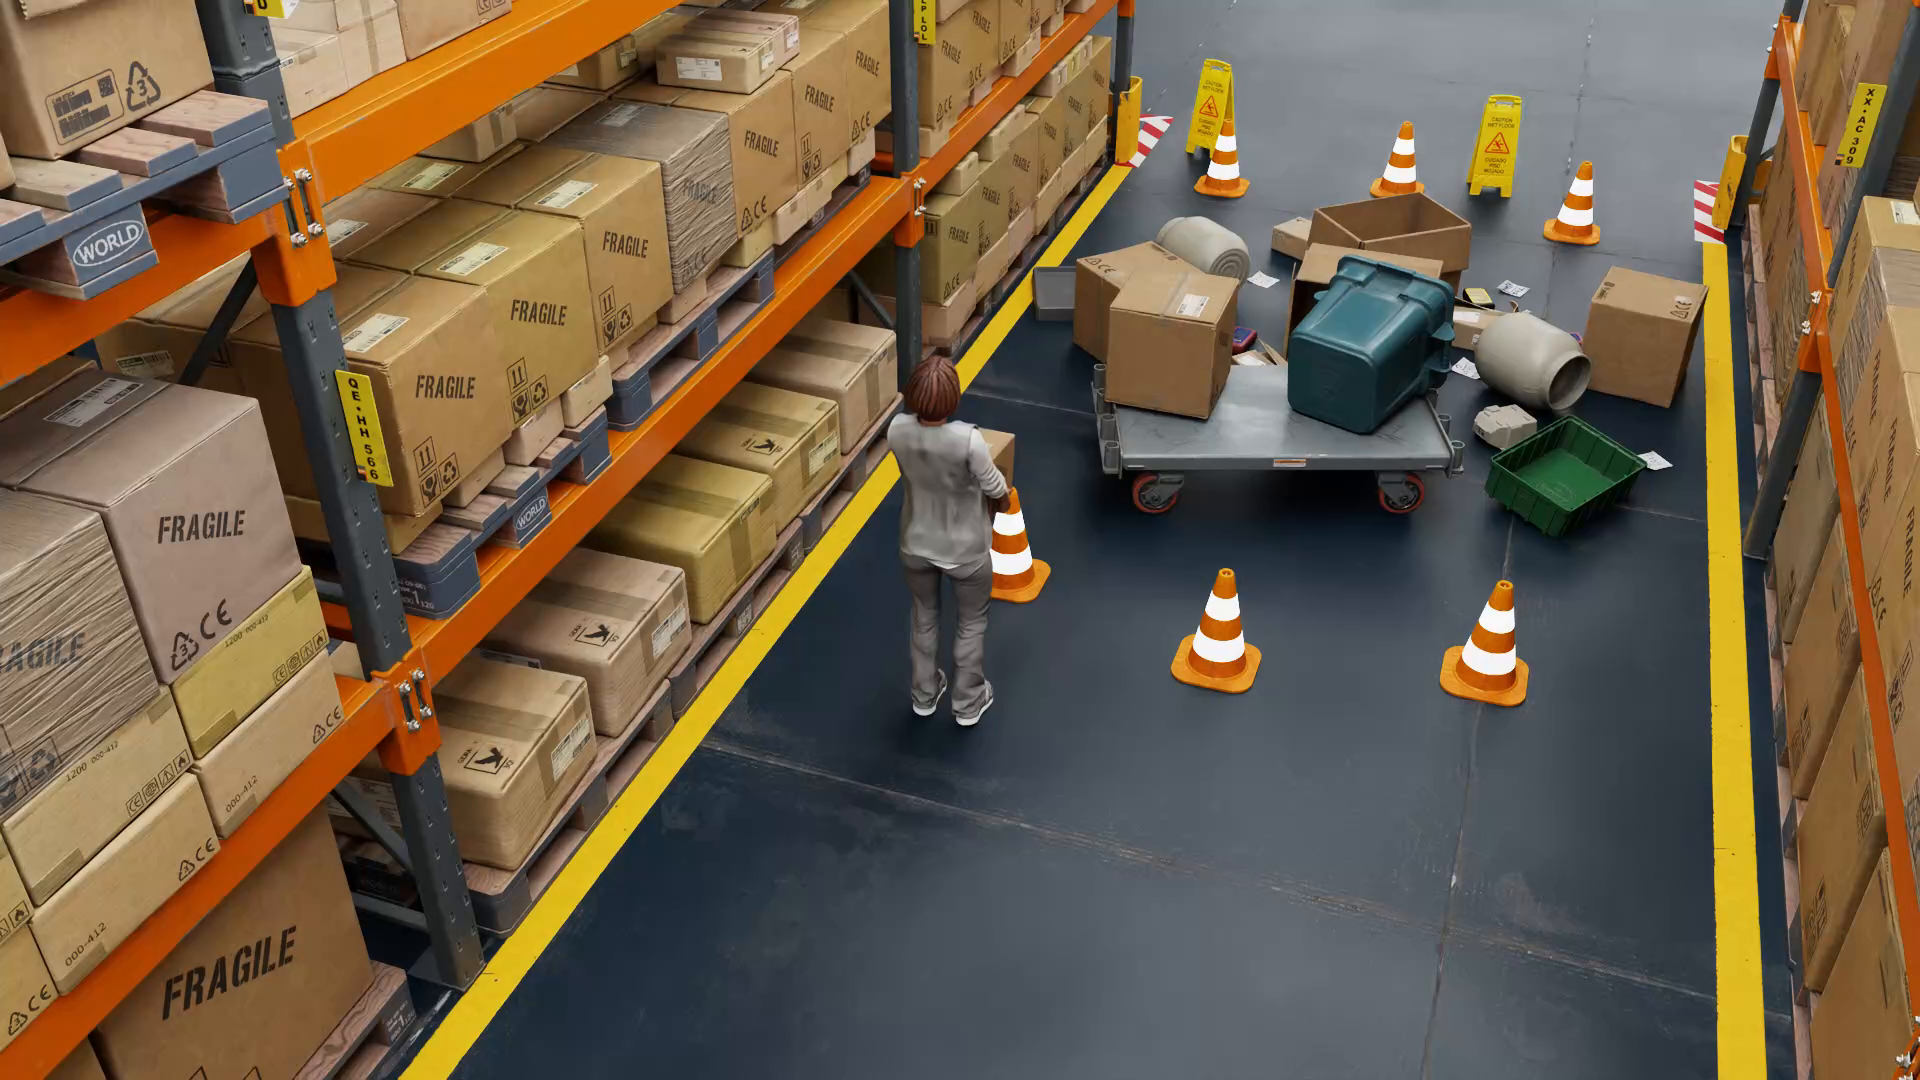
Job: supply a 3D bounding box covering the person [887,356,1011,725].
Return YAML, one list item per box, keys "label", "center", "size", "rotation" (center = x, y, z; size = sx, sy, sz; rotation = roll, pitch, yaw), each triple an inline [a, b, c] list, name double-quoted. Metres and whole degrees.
- label: "person"
  center: [-0.026, -0.011, 6.195]
  size: [0.404, 1.565, 0.497]
  rotation: [12, 36, 17]
